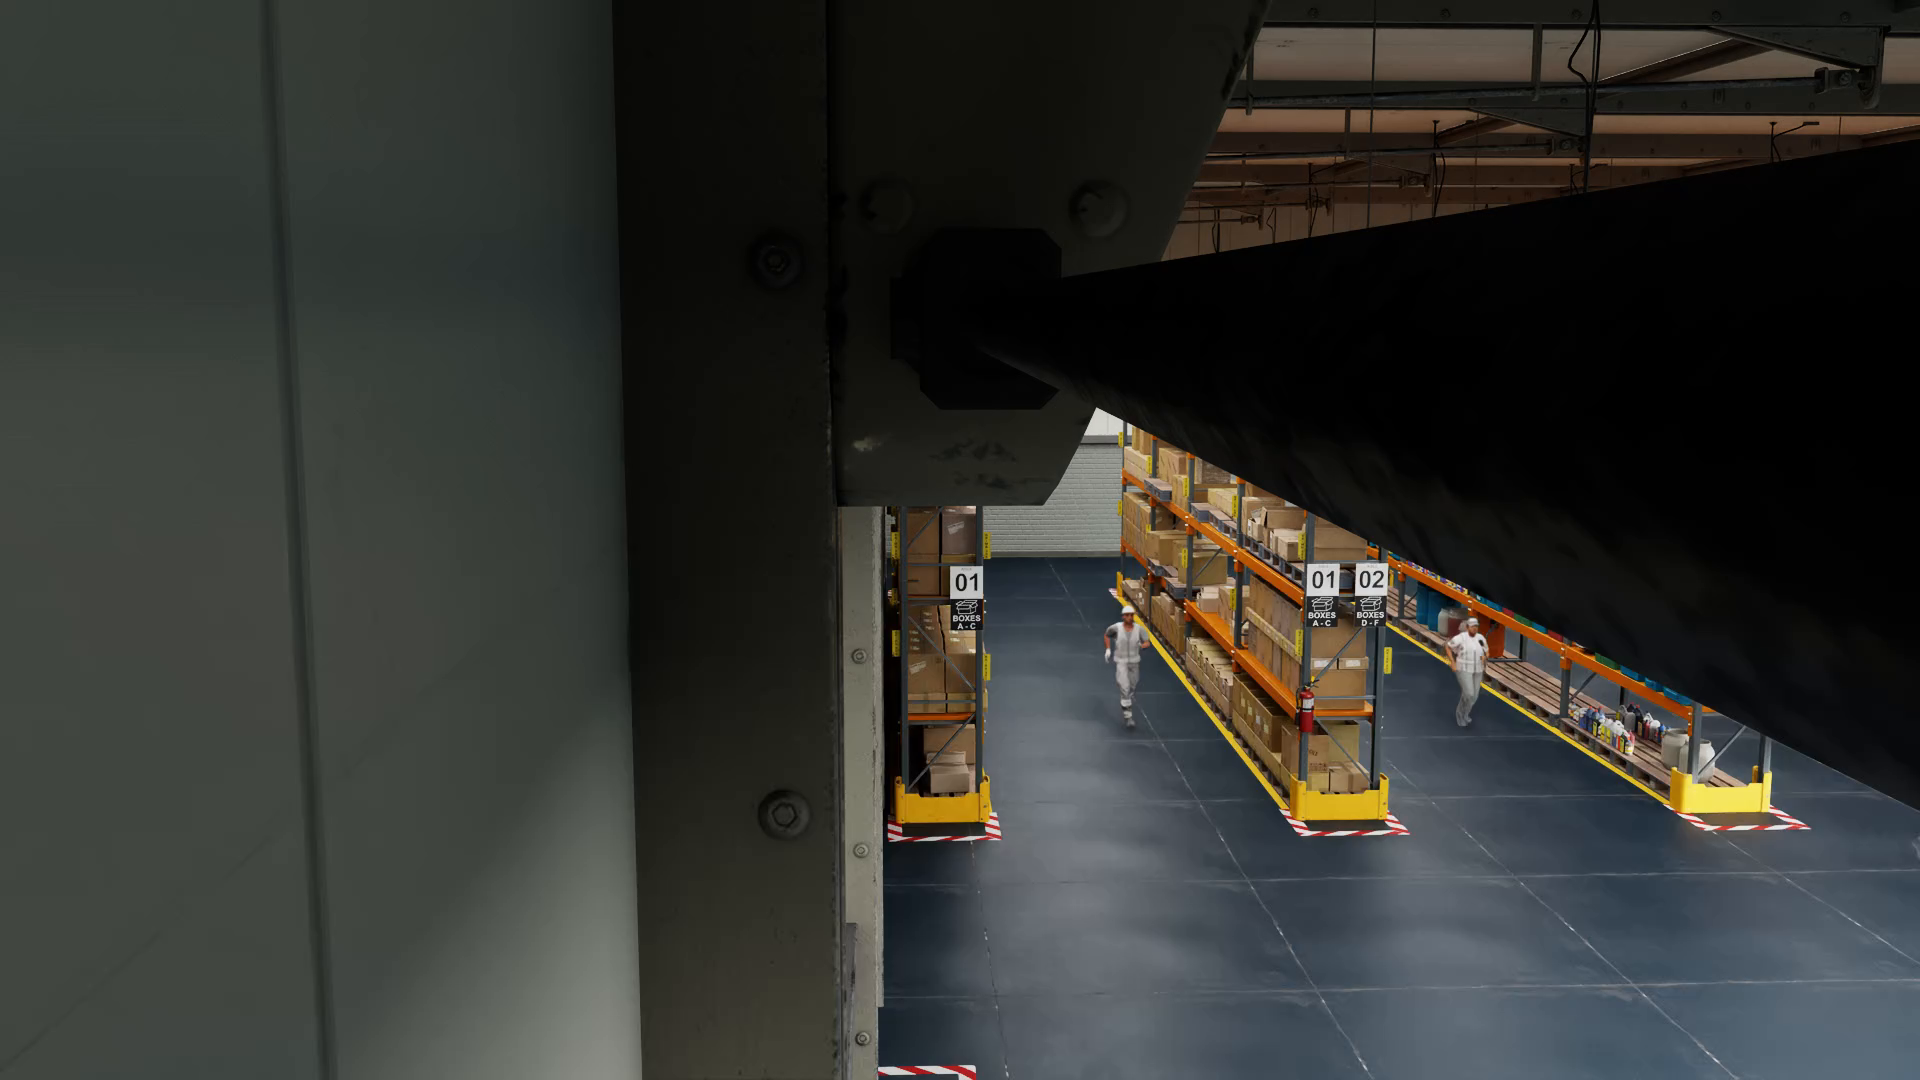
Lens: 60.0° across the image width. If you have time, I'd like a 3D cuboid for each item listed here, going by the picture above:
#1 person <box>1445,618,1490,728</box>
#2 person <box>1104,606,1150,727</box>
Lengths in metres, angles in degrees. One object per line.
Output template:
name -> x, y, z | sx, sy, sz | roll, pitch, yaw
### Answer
person -> 7.688, 2.003, 25.075 | 0.577, 1.679, 0.682 | -1, 8, -10
person -> 2.544, 1.864, 25.293 | 0.663, 1.776, 1.005 | -1, 8, -7
